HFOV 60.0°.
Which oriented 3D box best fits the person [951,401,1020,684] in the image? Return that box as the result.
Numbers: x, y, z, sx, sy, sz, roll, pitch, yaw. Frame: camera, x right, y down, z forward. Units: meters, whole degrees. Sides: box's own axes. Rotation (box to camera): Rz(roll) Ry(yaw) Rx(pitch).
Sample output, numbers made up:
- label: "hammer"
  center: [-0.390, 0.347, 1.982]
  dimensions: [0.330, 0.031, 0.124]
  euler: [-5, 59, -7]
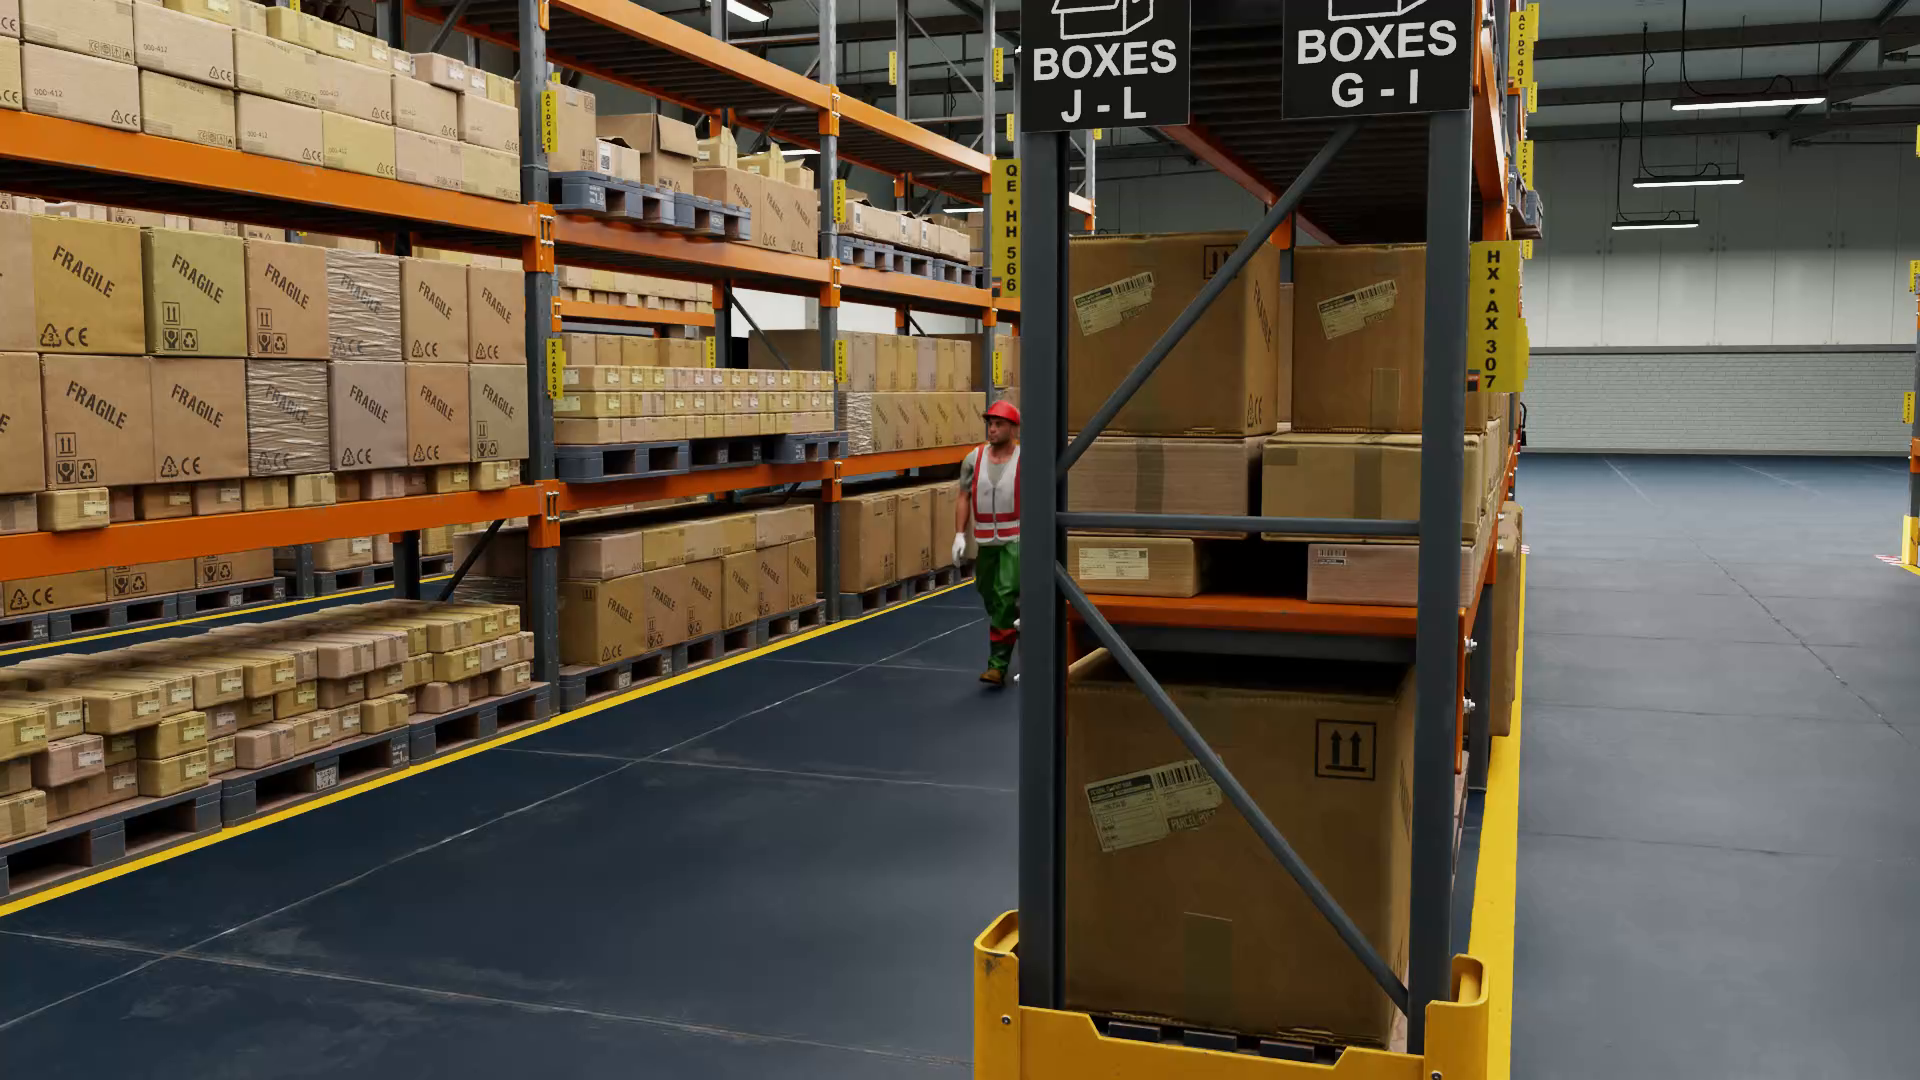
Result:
- label: "person"
  center: [0.295, 0.003, 10.400]
  dimensions: [0.656, 1.744, 0.984]
  euler: [2, 6, 24]
